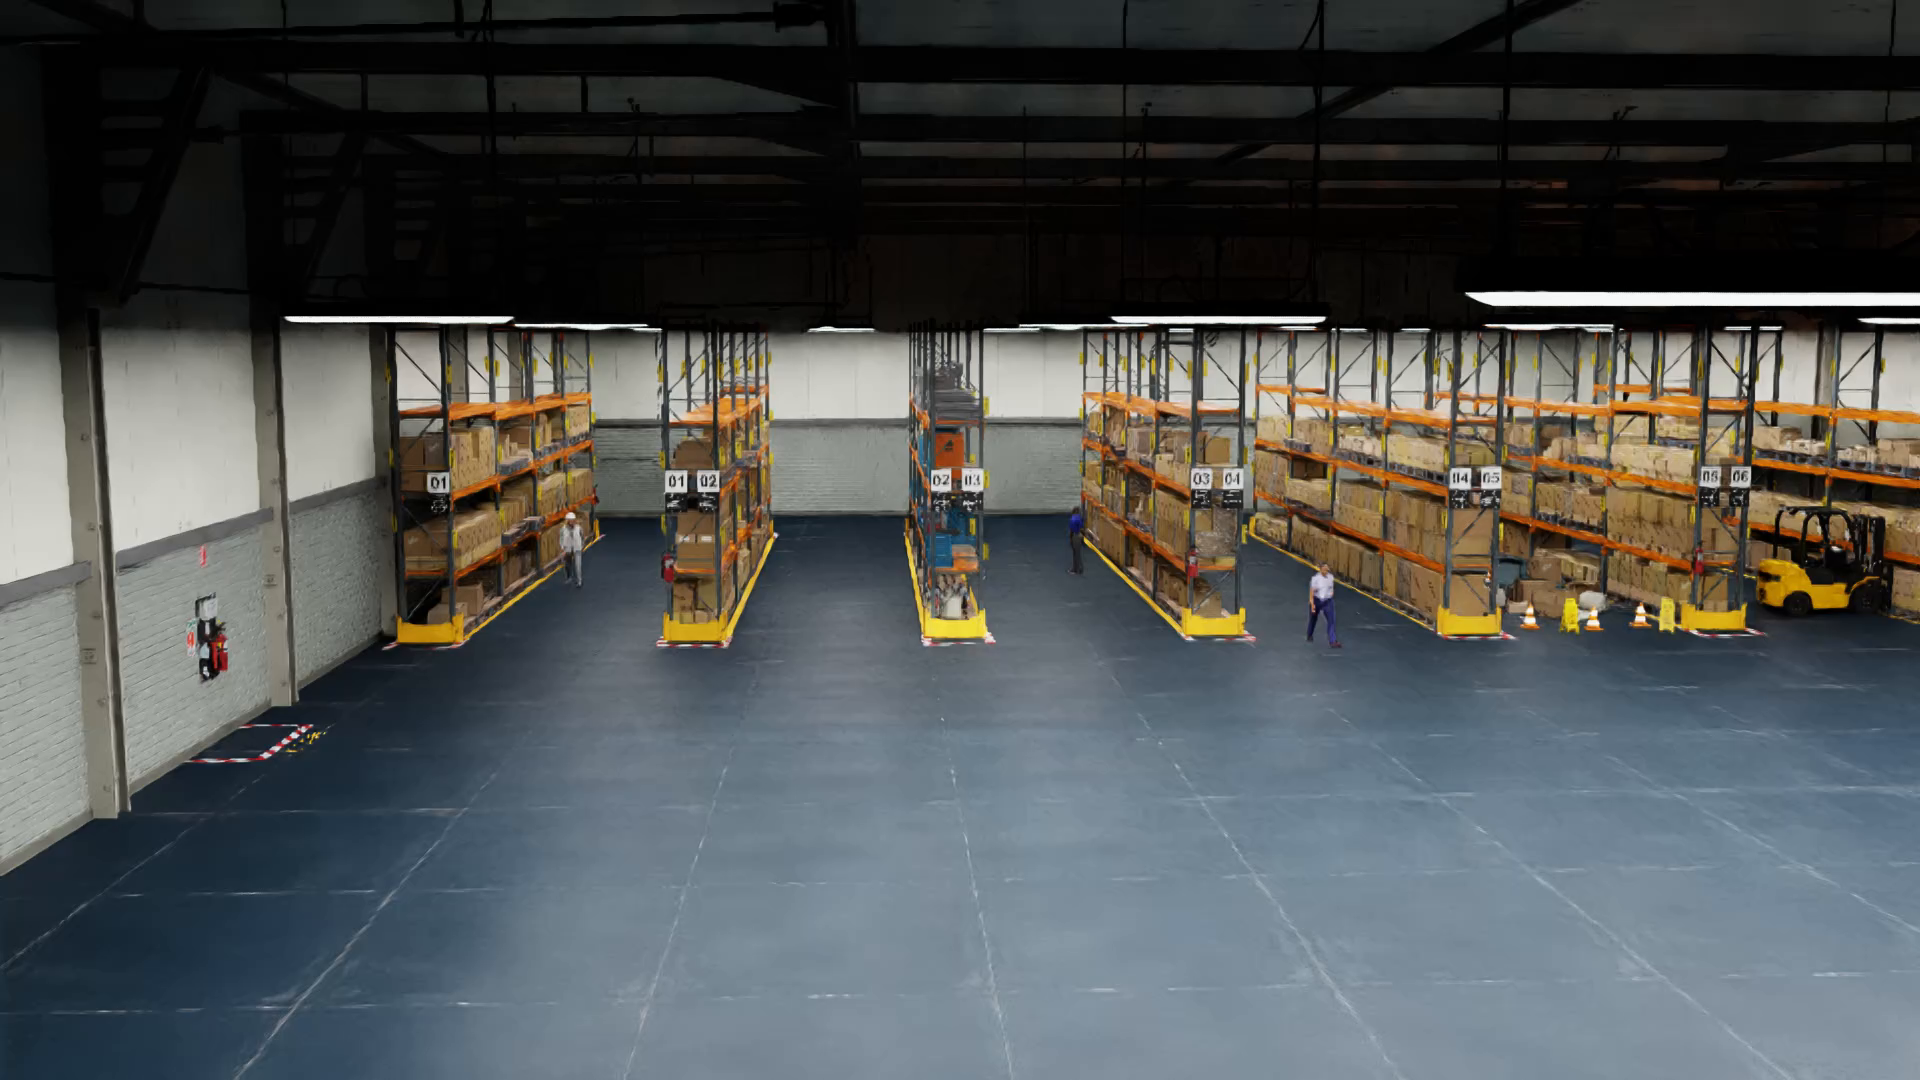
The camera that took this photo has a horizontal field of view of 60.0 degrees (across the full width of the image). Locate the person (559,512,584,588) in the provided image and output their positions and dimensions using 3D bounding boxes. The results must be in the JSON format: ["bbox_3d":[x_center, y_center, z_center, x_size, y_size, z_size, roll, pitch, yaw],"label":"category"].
[{"bbox_3d":[-8.810,0.208,37.751,0.564,1.699,1.088,-2,7,-12],"label":"person"}]

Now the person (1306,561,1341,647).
[{"bbox_3d":[6.672,1.155,30.673,0.482,1.551,1.090,-1,7,-5],"label":"person"}]

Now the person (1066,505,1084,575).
[{"bbox_3d":[2.742,-0.005,39.707,0.544,1.642,0.574,4,8,29],"label":"person"}]
